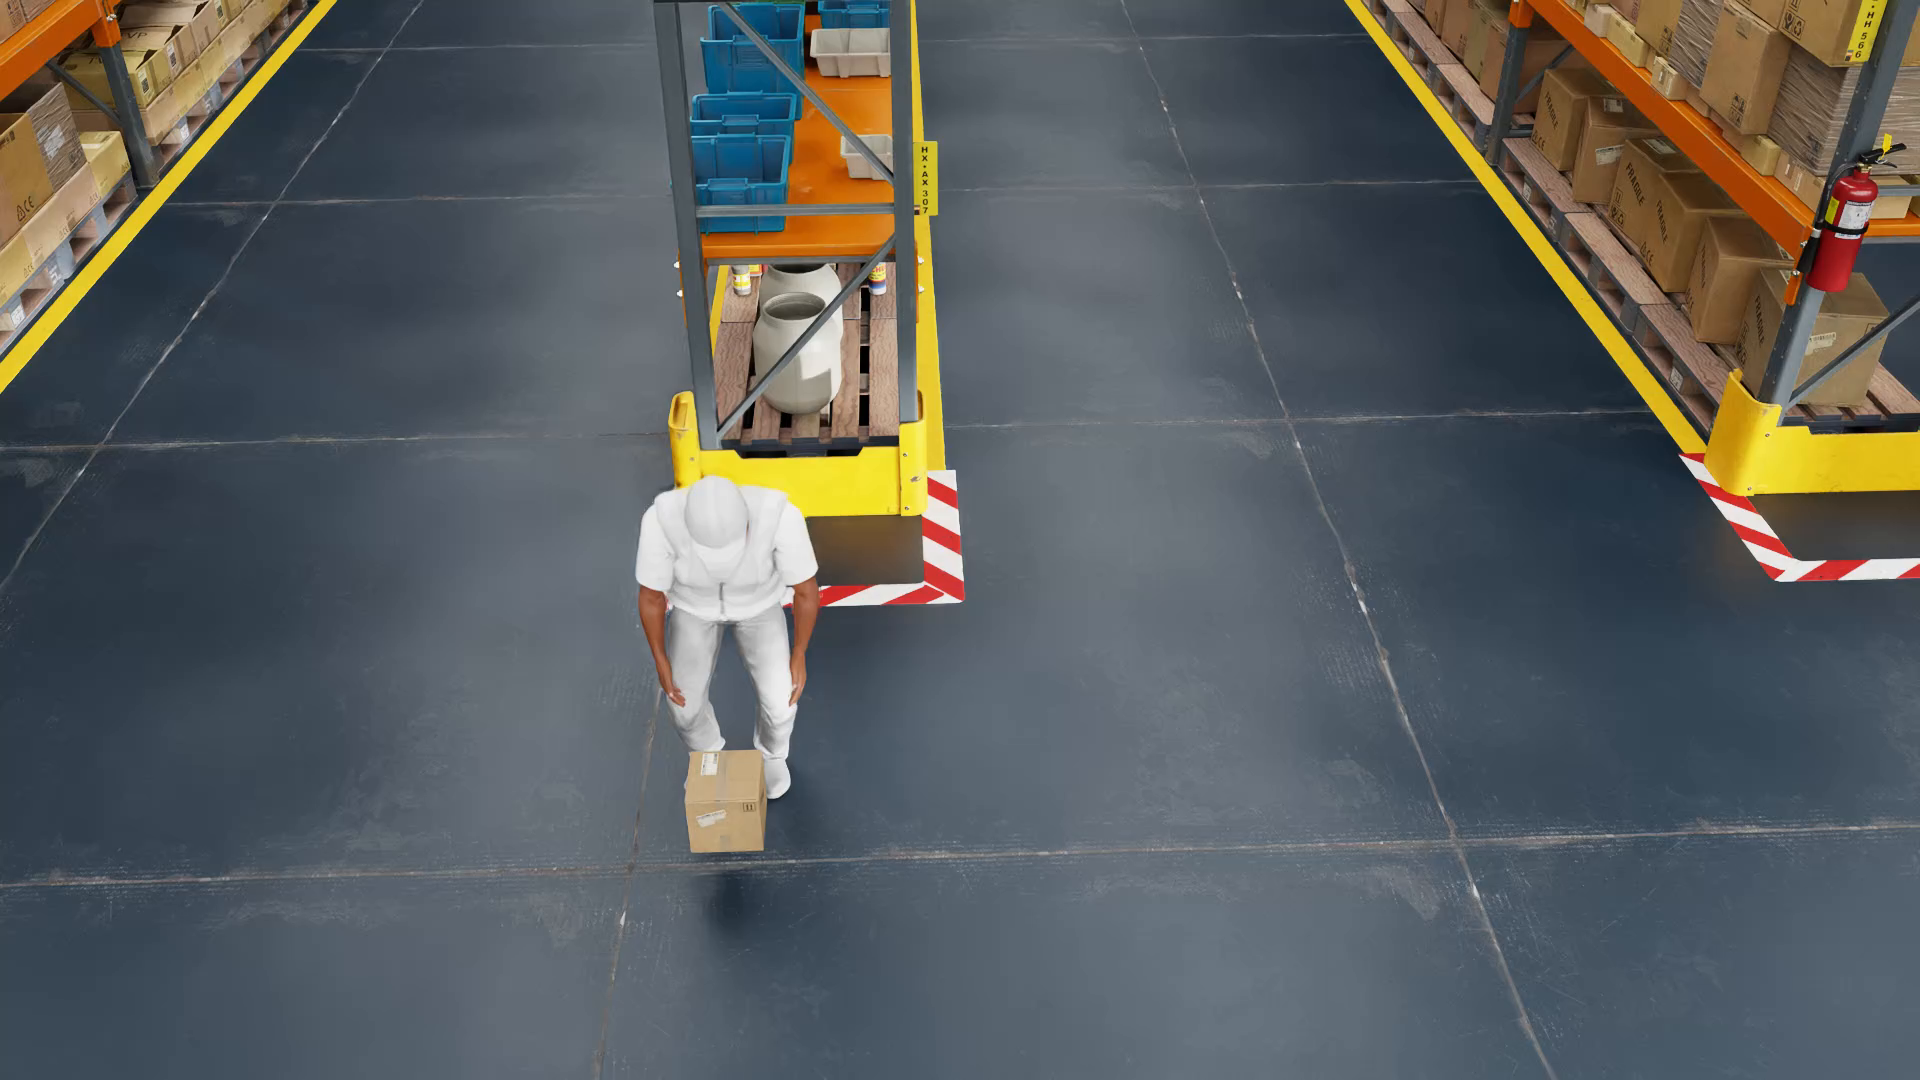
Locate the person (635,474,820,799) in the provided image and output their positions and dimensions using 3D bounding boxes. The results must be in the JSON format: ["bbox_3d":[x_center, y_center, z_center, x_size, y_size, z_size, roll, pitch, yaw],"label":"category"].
[{"bbox_3d":[-0.801,0.304,5.908,0.627,1.517,0.687,-1,35,-2],"label":"person"}]
